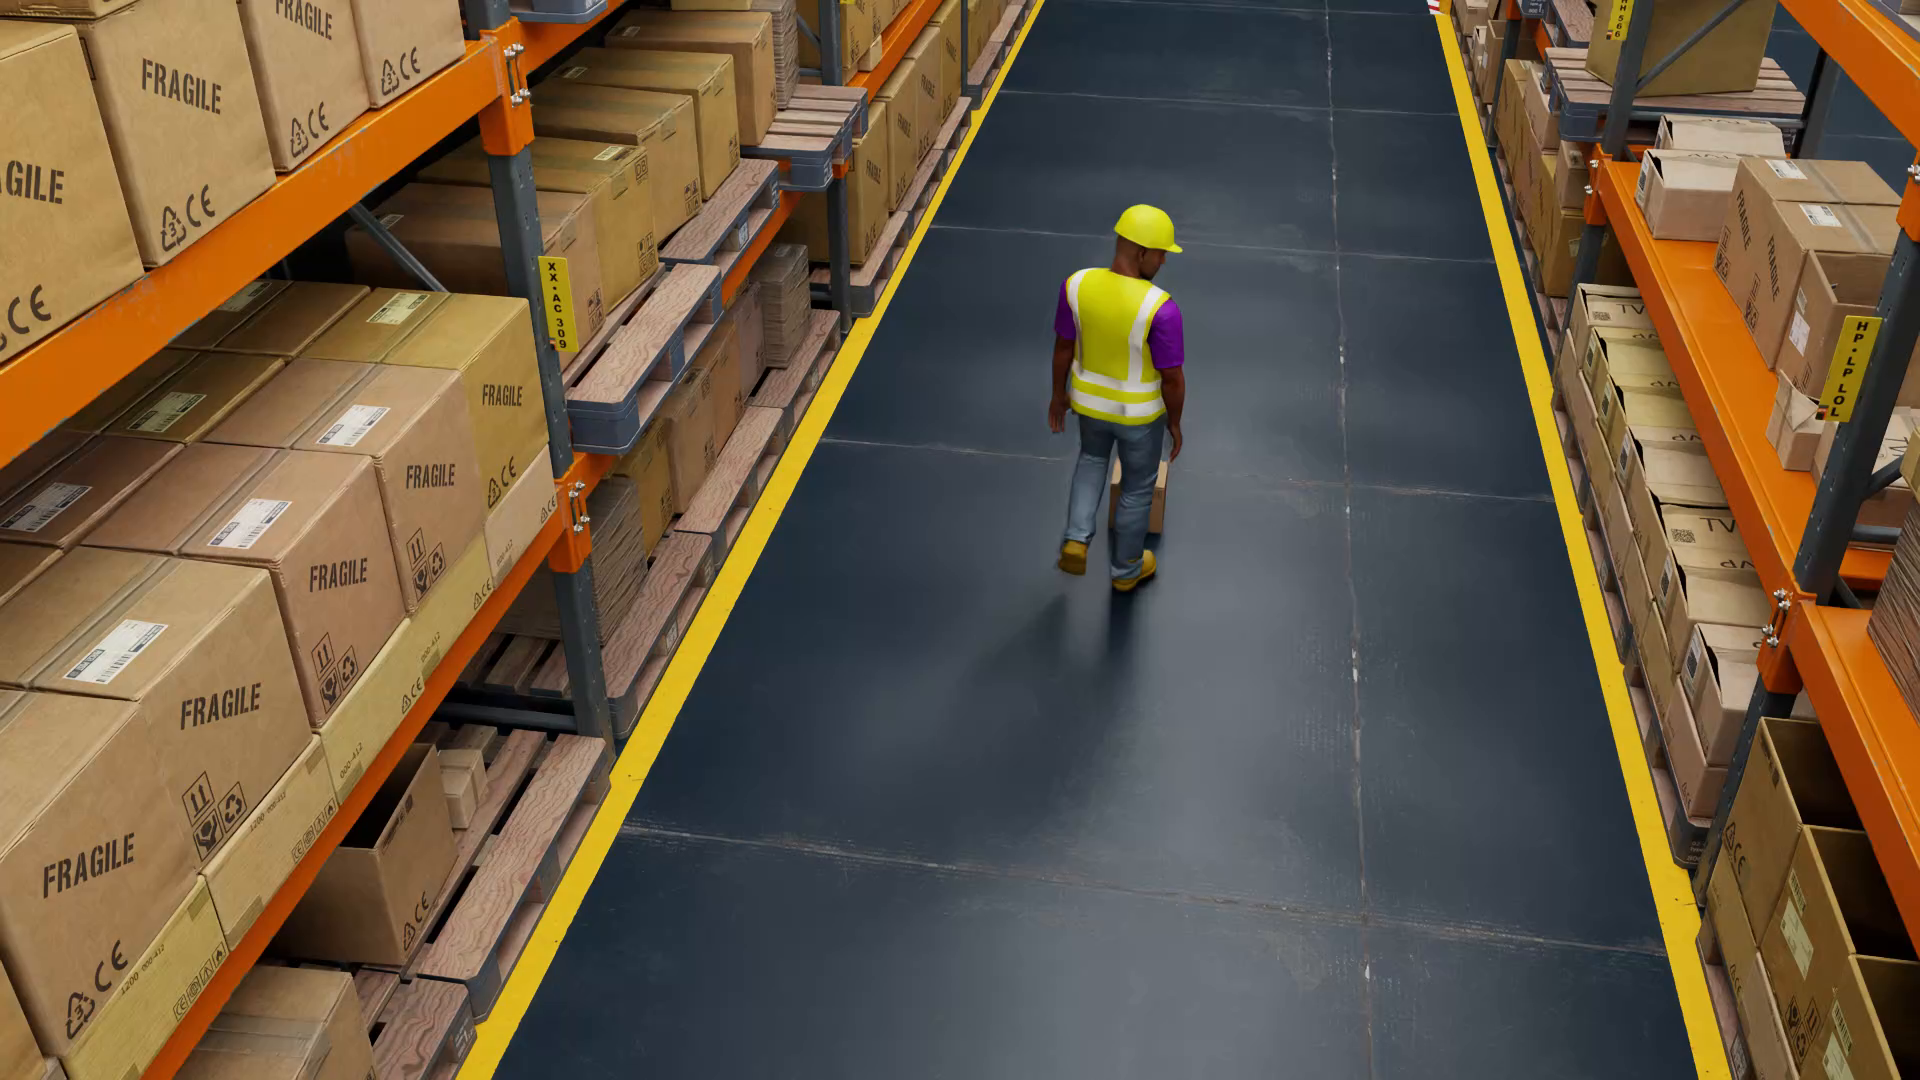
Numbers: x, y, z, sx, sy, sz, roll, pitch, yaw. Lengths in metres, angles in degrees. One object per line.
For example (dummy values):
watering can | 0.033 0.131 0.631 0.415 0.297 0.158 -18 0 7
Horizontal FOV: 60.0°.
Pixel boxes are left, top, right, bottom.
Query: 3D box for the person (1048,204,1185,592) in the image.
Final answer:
person | 0.680 -0.565 6.972 0.602 1.761 0.494 19 37 27
